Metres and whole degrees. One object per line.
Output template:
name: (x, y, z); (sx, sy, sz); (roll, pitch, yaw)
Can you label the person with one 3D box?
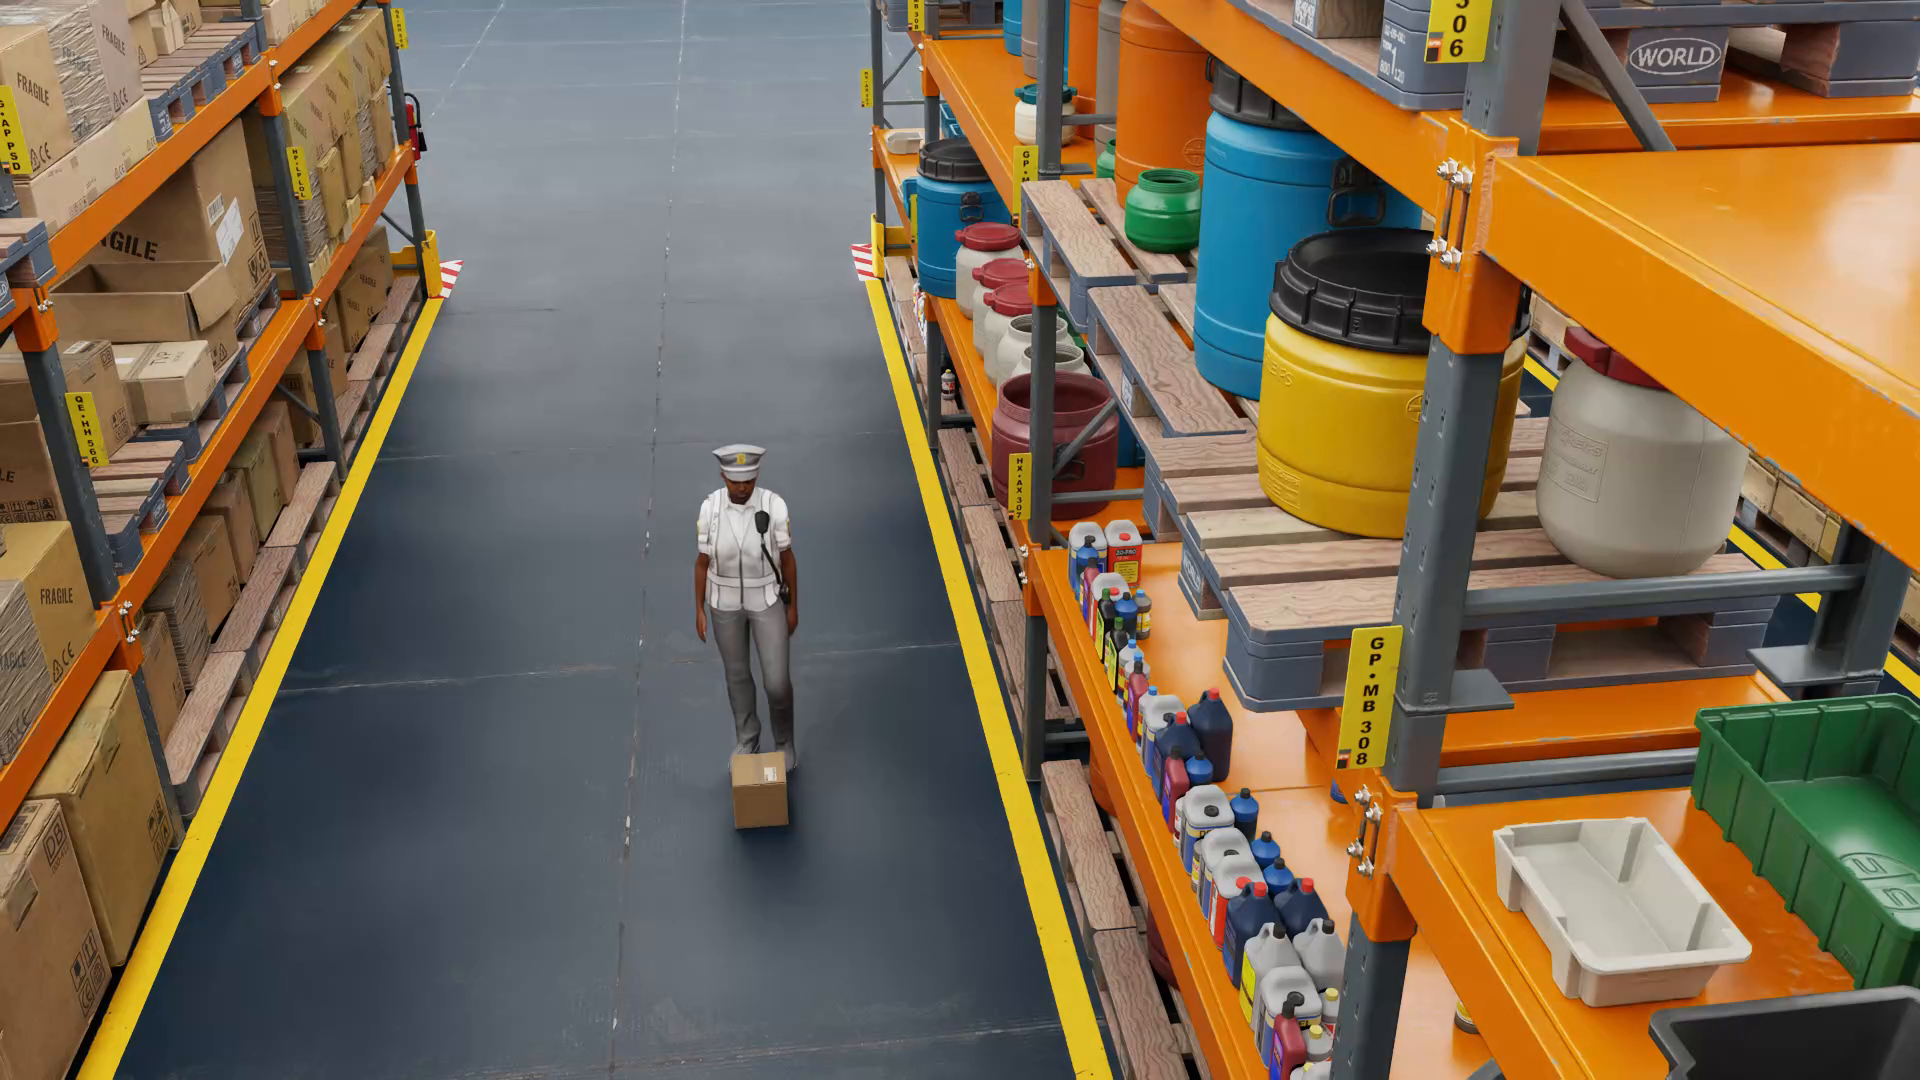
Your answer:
person: (-1.023, 0.345, 7.961); (0.480, 1.722, 0.398); (1, 27, 2)
